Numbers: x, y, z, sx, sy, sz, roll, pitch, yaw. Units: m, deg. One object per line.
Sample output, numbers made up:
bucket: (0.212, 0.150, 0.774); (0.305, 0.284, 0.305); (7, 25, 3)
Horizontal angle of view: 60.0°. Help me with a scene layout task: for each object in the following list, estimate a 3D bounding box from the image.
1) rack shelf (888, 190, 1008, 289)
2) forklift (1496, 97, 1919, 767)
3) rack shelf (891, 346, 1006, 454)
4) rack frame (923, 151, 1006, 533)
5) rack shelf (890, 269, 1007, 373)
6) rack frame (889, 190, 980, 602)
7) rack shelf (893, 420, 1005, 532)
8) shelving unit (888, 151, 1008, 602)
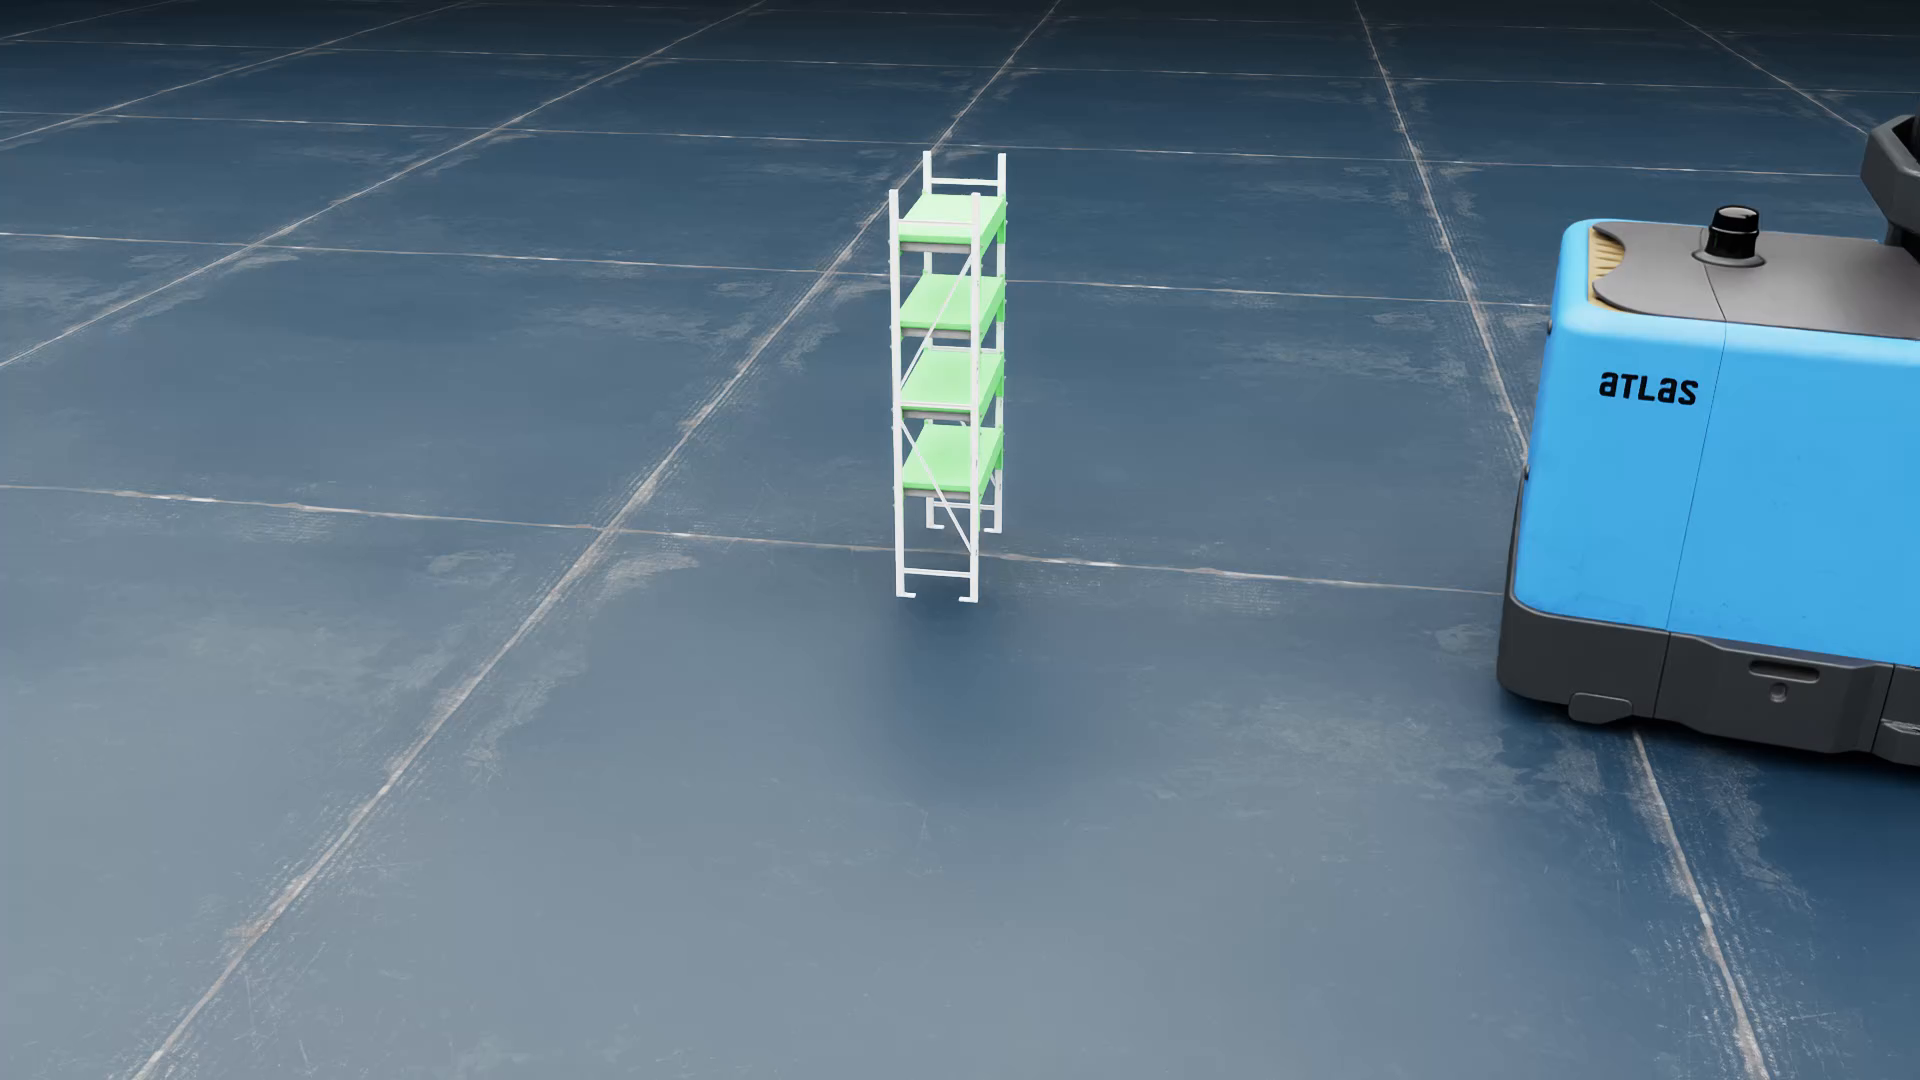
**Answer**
rack shelf: (-0.027, -0.851, 4.671); (0.258, 0.148, 0.480); (4, 25, 9)
forklift: (2.966, -0.871, 3.653); (3.031, 2.935, 1.130); (8, 26, 17)
rack shelf: (-0.027, -0.416, 4.875); (0.258, 0.148, 0.480); (4, 25, 9)
rack frame: (0.013, -0.576, 5.066); (0.240, 1.200, 0.015); (4, 25, 9)
rack shelf: (-0.027, -0.634, 4.773); (0.258, 0.148, 0.480); (4, 25, 9)
rack frame: (-0.067, -0.372, 4.630); (0.240, 1.200, 0.015); (4, 25, 9)
rack shelf: (-0.027, -0.199, 4.977); (0.258, 0.148, 0.480); (4, 25, 9)
shelving unit: (-0.027, -0.474, 4.848); (0.258, 1.200, 0.503); (4, 25, 9)
